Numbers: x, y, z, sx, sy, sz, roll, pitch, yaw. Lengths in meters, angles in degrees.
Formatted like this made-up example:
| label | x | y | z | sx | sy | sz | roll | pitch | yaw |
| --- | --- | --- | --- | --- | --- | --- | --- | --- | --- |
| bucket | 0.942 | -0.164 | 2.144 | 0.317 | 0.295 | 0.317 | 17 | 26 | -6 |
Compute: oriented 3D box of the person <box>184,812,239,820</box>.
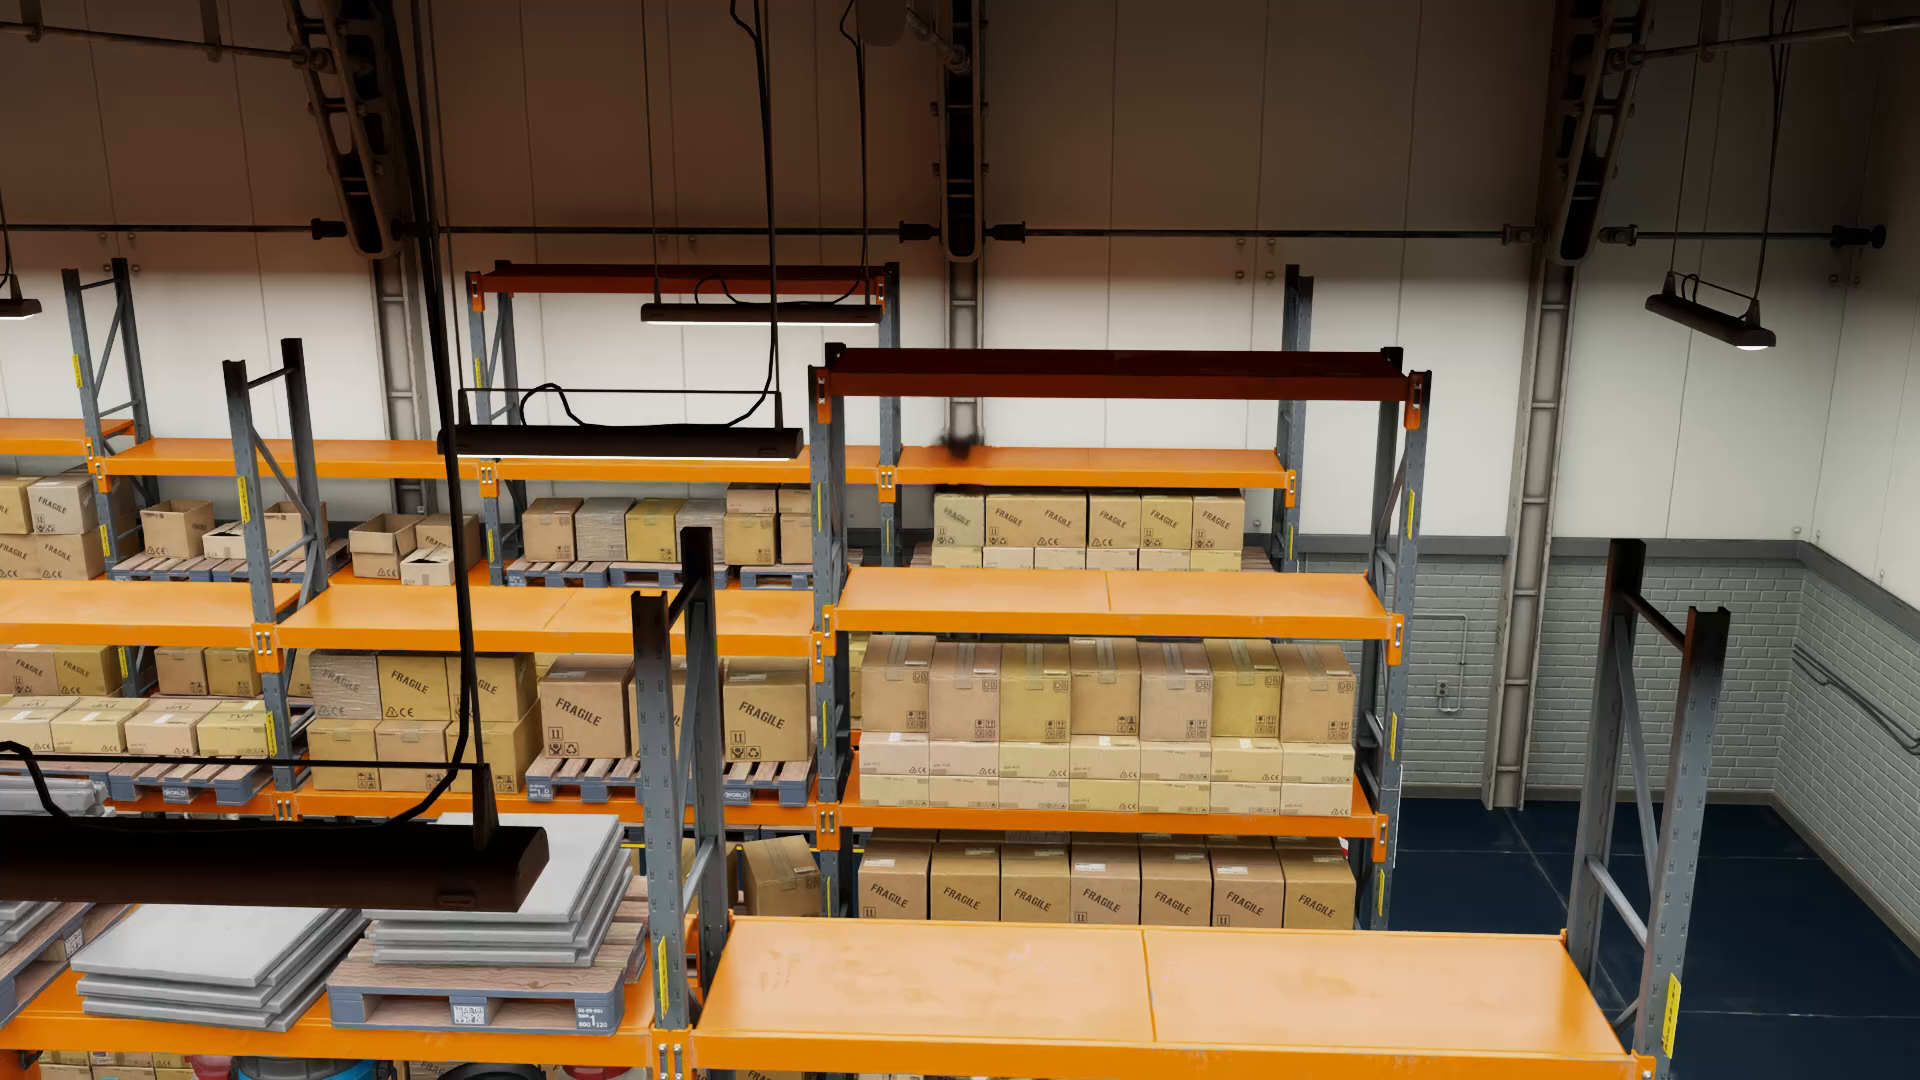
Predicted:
| label | x | y | z | sx | sy | sz | roll | pitch | yaw |
| --- | --- | --- | --- | --- | --- | --- | --- | --- | --- |
| person | -6.943 | 2.961 | 15.491 | 0.572 | 1.704 | 0.412 | -2 | 16 | -7 |

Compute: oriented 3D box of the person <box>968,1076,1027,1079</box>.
| label | x | y | z | sx | sy | sz | roll | pitch | yaw |
| --- | --- | --- | --- | --- | --- | --- | --- | --- | --- |
| person | 0.223 | 4.090 | 11.568 | 0.474 | 1.669 | 0.543 | -12 | 20 | -36 |
